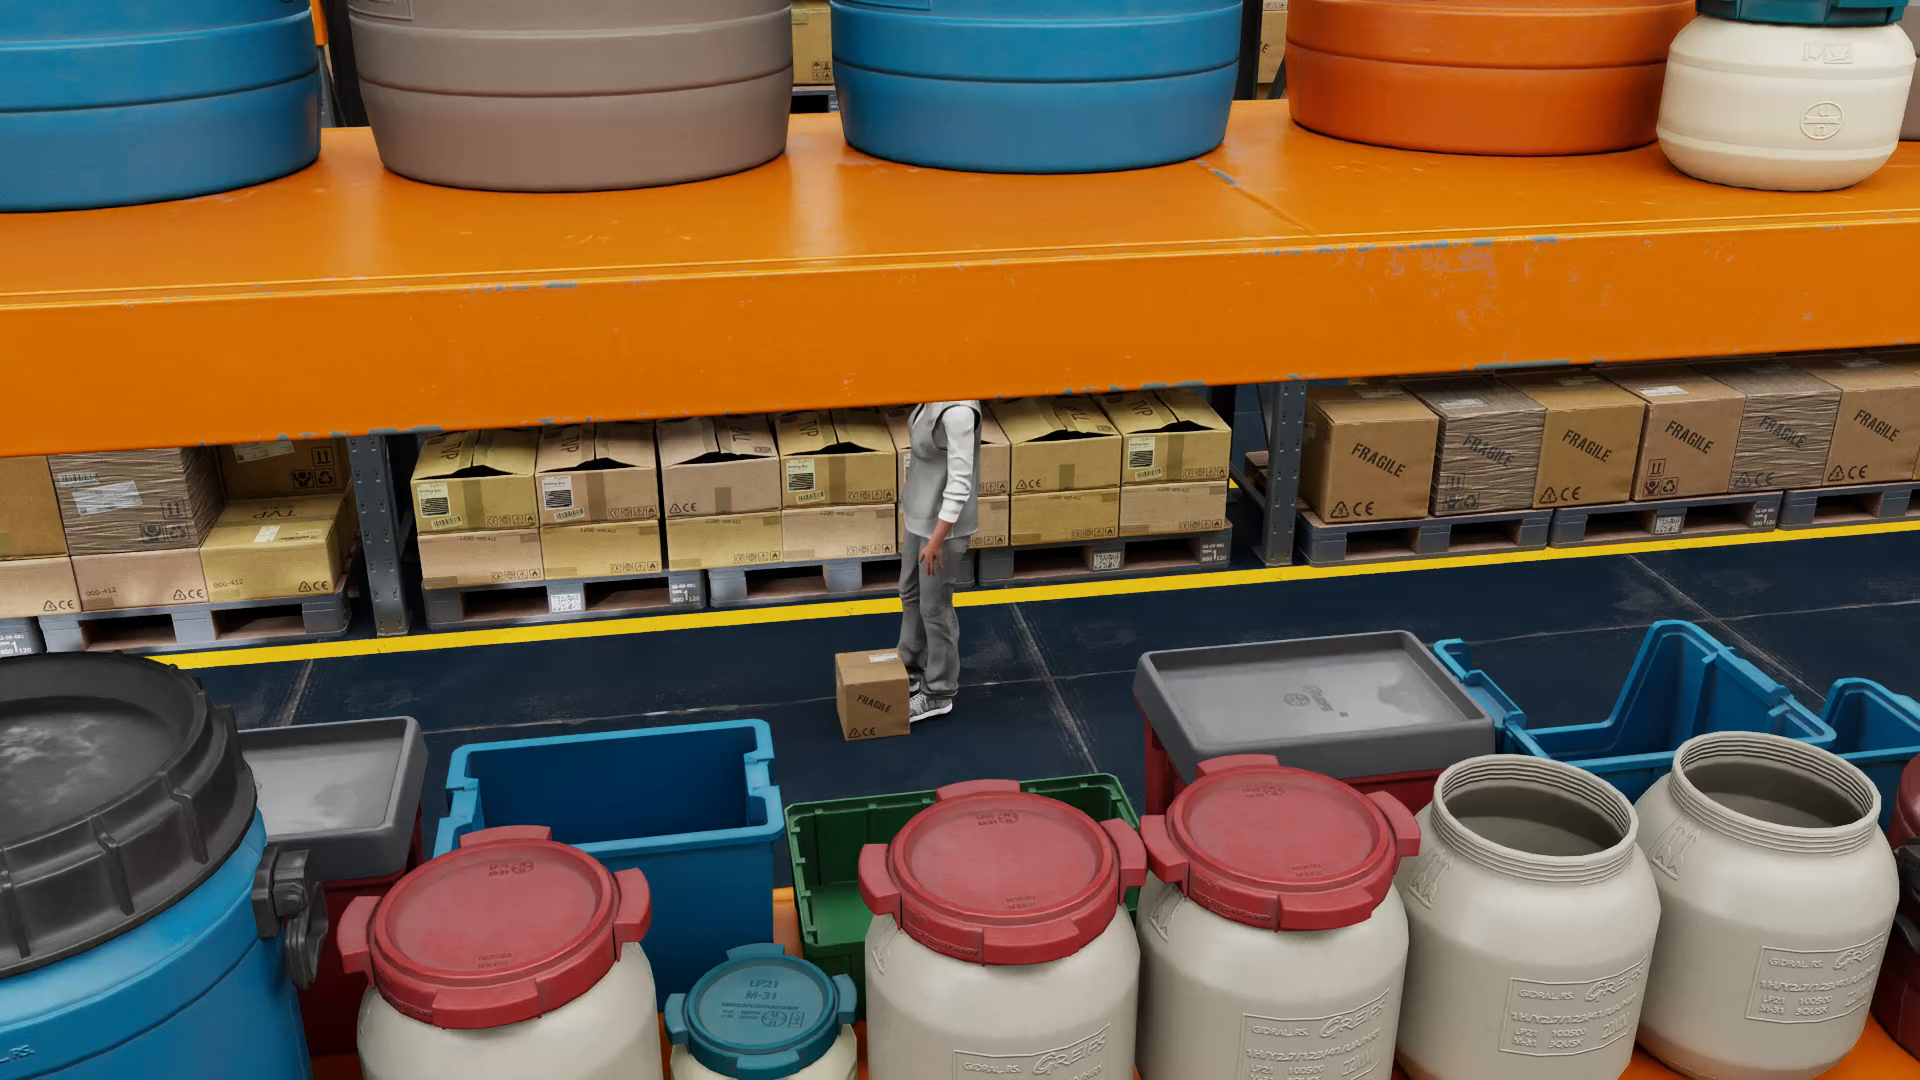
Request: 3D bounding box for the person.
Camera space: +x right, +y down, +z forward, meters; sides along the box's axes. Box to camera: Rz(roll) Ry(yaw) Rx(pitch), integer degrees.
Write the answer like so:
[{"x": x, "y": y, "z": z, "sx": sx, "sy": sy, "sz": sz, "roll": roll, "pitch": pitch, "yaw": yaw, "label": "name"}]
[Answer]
[{"x": -0.161, "y": -0.056, "z": 6.216, "sx": 0.476, "sy": 1.597, "sz": 0.520, "roll": -4, "pitch": 24, "yaw": -9, "label": "person"}]
